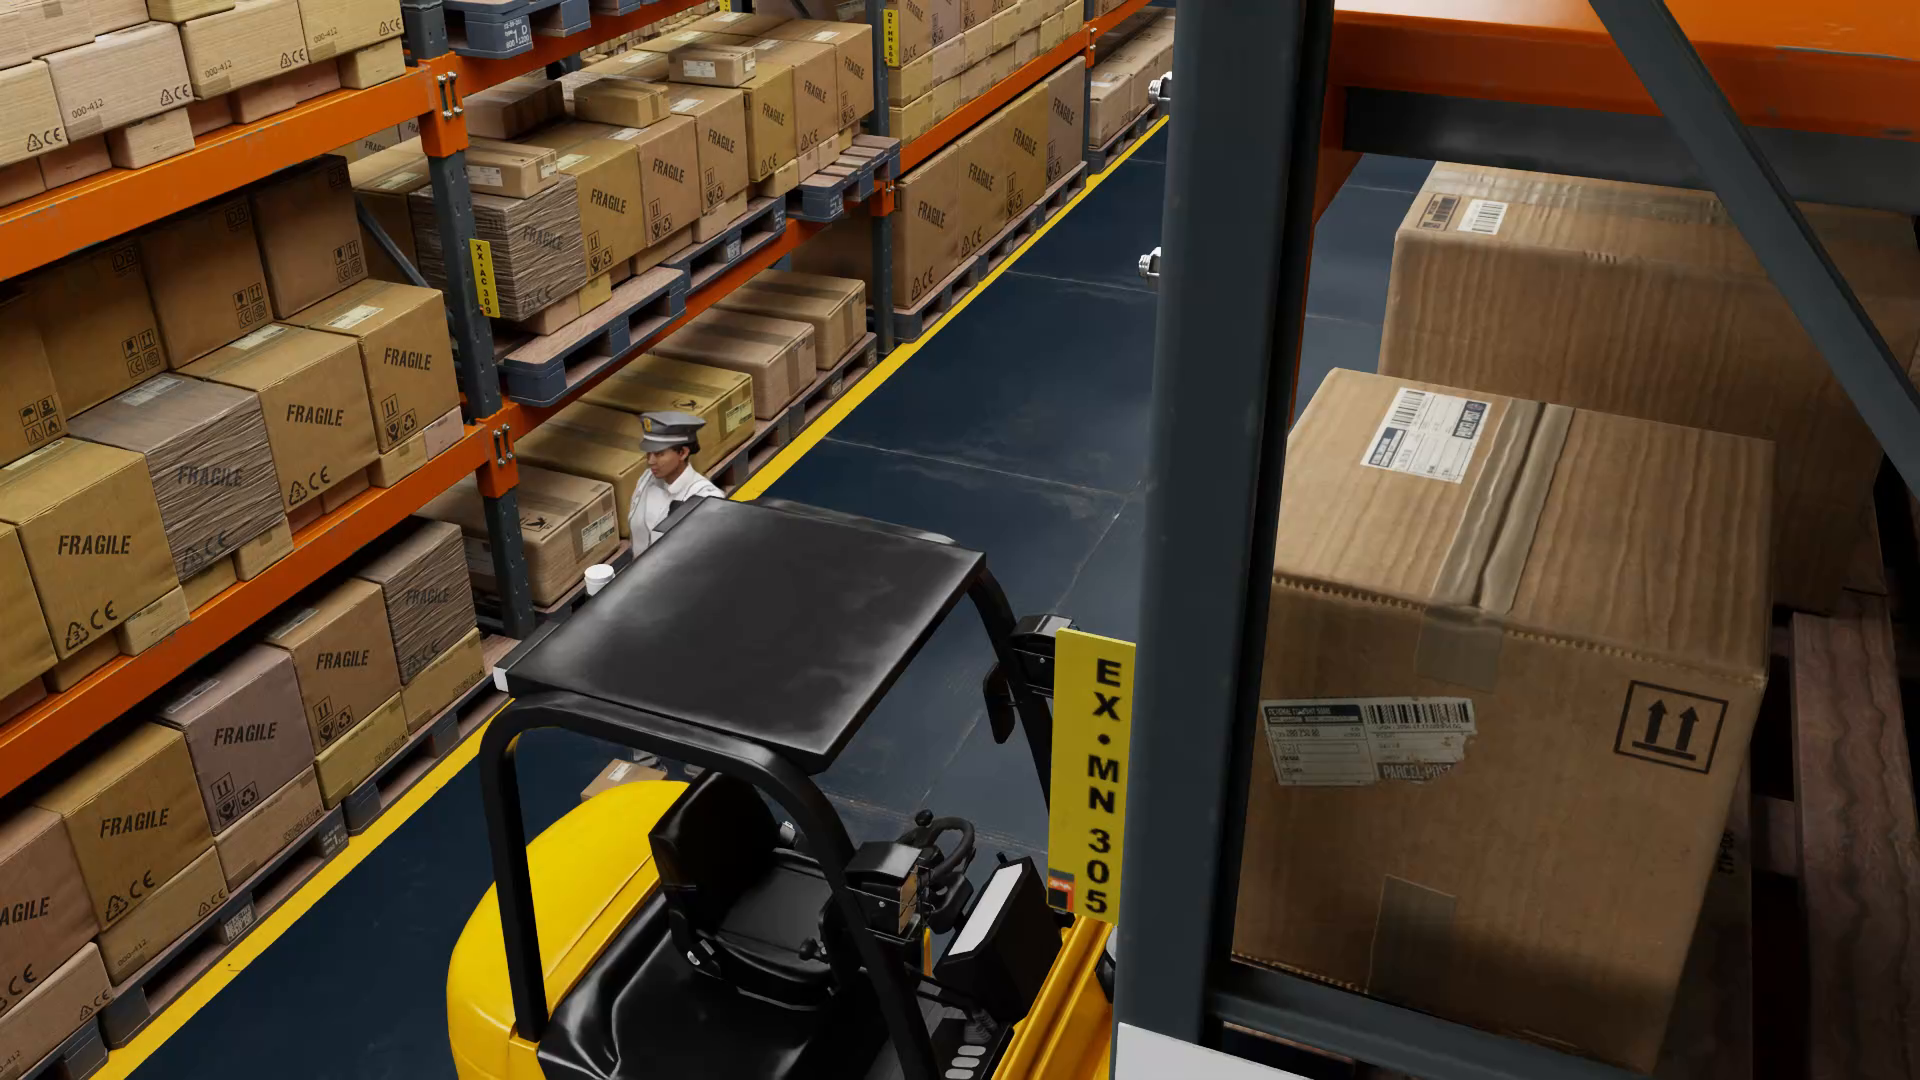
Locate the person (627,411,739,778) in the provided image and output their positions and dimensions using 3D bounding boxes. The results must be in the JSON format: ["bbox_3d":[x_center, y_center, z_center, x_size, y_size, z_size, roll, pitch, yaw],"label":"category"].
[{"bbox_3d":[-1.185,0.302,6.653,0.538,1.668,0.622,18,34,29],"label":"person"}]
